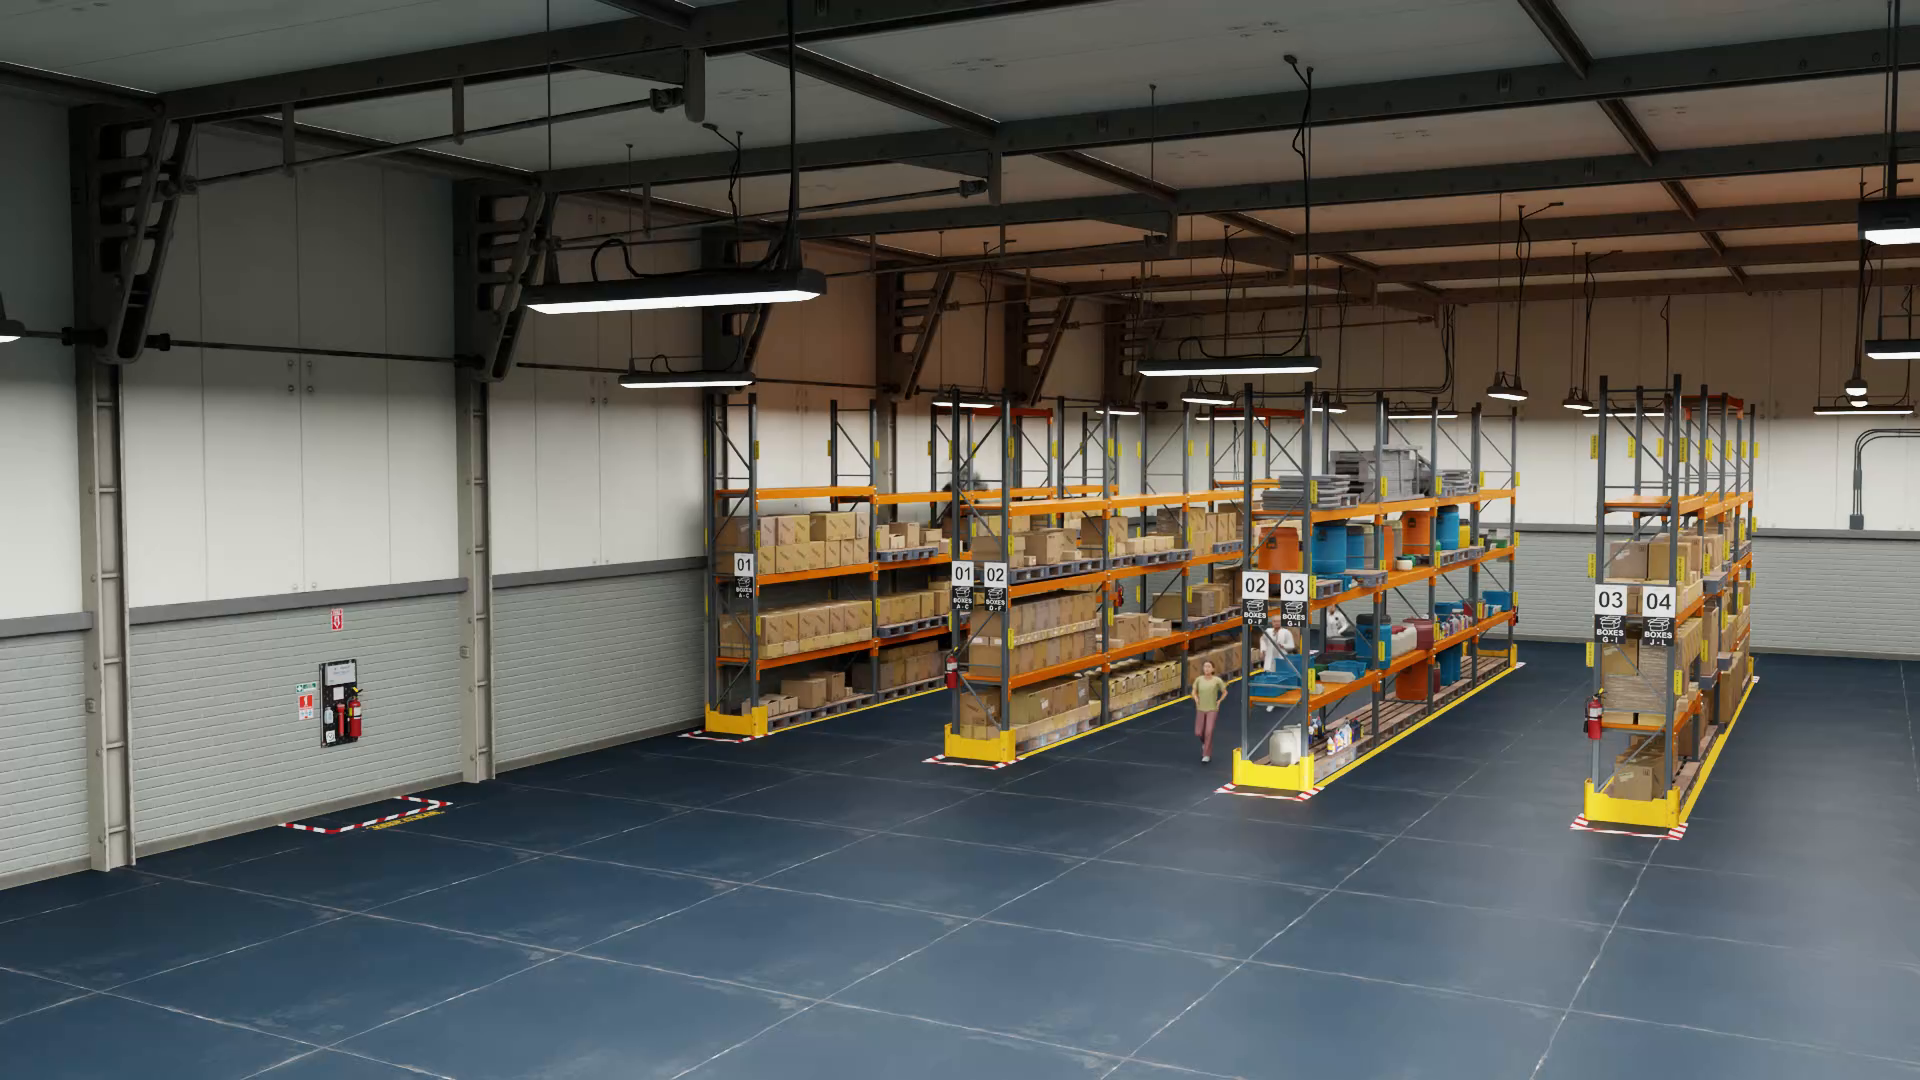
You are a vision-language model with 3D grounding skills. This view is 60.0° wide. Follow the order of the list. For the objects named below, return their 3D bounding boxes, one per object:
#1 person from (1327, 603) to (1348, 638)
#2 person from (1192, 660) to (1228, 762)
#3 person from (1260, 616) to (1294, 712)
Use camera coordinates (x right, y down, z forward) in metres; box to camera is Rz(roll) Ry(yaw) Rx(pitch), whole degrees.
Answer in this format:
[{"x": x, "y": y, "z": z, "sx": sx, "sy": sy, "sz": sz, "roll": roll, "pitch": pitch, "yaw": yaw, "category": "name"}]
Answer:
[{"x": 8.416, "y": 2.176, "z": 37.485, "sx": 0.619, "sy": 1.628, "sz": 0.571, "roll": 1, "pitch": 3, "yaw": 22, "category": "person"}, {"x": 4.015, "y": 2.738, "z": 26.828, "sx": 0.581, "sy": 1.619, "sz": 0.641, "roll": 1, "pitch": 3, "yaw": 20, "category": "person"}, {"x": 6.104, "y": 2.373, "z": 32.115, "sx": 0.682, "sy": 1.824, "sz": 0.866, "roll": 1, "pitch": 3, "yaw": 20, "category": "person"}]
